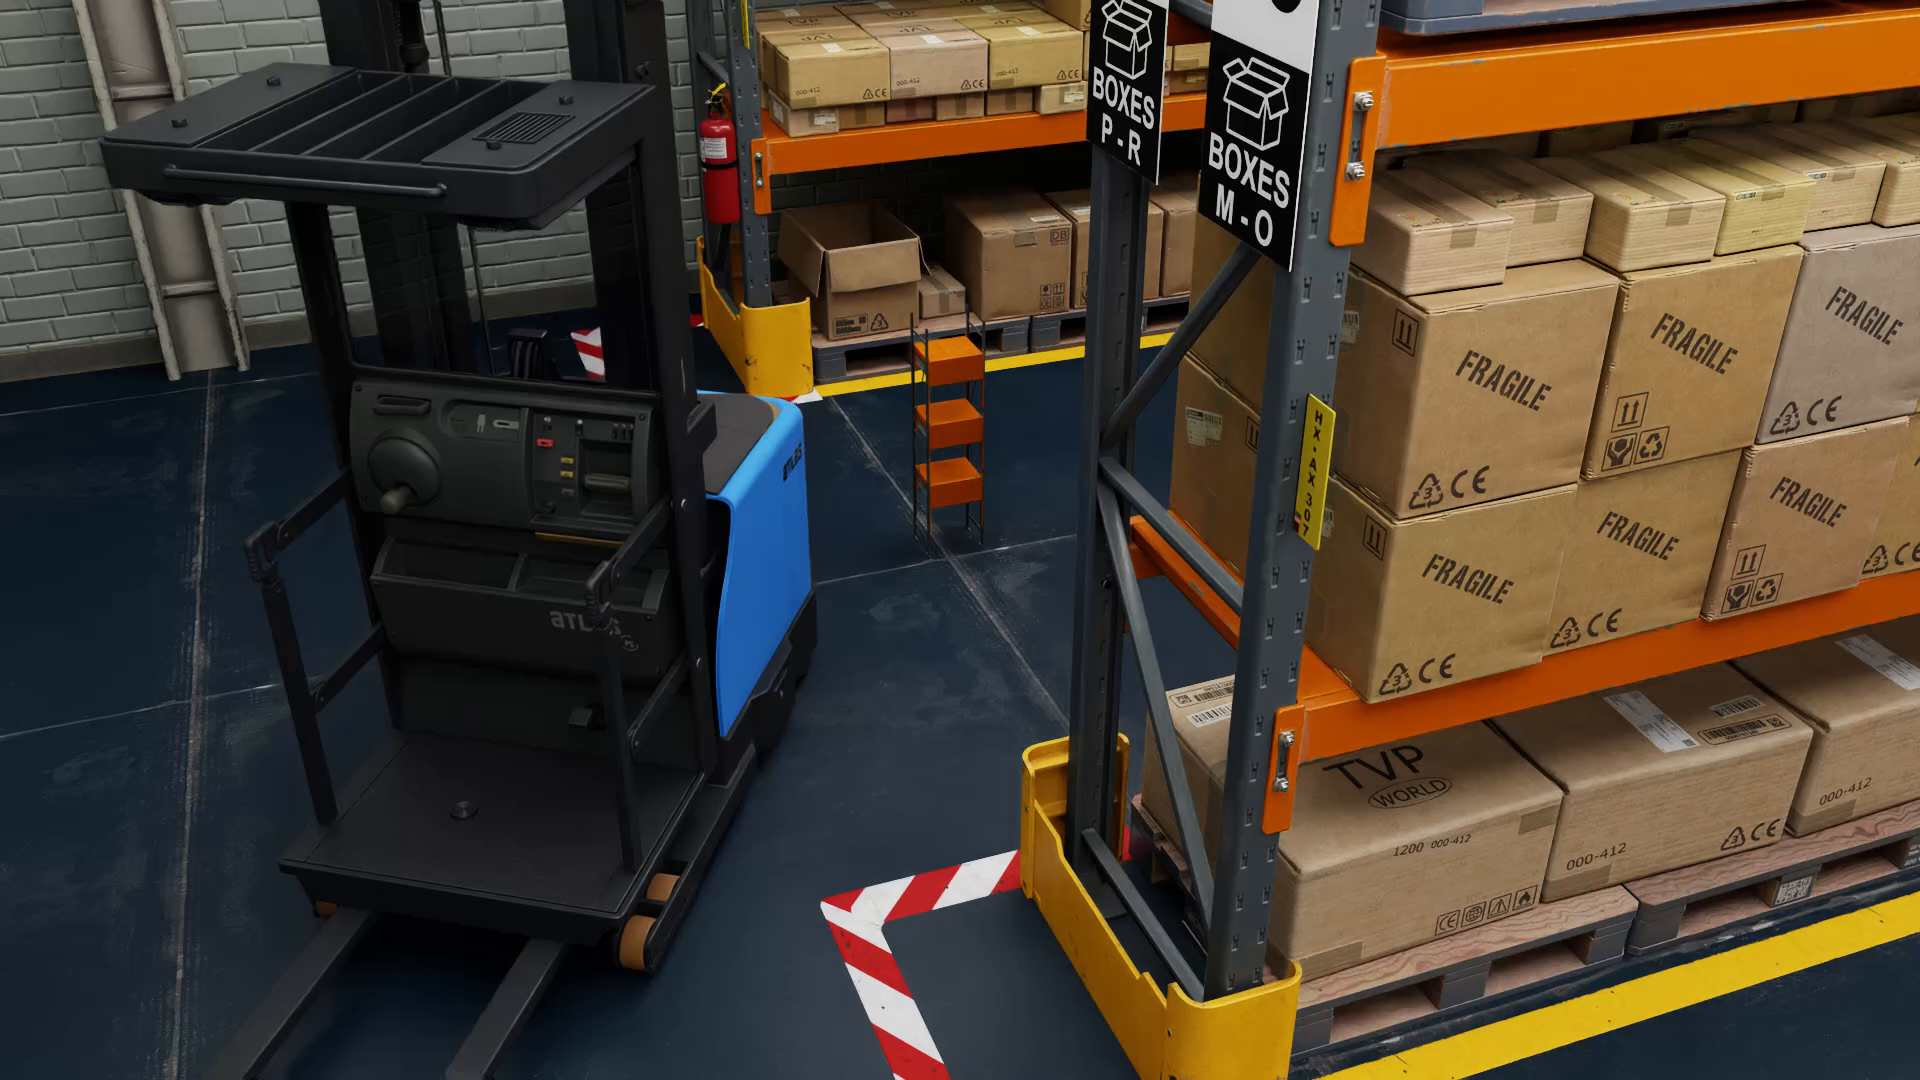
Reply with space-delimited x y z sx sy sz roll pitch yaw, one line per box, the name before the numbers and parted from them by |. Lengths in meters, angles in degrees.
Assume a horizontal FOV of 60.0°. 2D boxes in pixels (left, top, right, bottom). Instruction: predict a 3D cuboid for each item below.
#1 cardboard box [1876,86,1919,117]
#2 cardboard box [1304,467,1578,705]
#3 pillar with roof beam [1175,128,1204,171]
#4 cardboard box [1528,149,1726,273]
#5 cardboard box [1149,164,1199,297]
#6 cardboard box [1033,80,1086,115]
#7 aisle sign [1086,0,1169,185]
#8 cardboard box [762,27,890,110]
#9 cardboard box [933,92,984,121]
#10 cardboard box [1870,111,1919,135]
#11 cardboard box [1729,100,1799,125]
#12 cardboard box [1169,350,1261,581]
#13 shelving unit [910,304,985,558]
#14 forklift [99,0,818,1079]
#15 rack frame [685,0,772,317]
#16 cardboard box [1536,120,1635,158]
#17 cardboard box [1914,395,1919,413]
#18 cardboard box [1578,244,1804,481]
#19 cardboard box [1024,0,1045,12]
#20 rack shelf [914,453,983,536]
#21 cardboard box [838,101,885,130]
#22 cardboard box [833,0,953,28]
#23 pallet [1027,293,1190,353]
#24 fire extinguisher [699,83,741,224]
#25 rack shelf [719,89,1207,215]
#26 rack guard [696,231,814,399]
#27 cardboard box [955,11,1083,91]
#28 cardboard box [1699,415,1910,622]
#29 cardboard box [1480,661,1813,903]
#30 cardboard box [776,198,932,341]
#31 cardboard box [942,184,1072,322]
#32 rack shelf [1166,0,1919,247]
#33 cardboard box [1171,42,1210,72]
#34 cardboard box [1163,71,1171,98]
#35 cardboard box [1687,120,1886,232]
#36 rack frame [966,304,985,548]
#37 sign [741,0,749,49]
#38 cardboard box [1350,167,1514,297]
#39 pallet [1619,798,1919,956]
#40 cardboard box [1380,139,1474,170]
cardboard box | 2.488 -1.251 4.649 0.250 0.149 0.380 -10 31 -17
cardboard box | 1.110 0.018 4.088 0.500 0.500 0.500 -11 31 -18
pillar with roof beam | 3.108 -3.889 4.986 0.400 9.000 9.100 -10 31 -18
cardboard box | 1.493 -0.752 3.773 0.250 0.149 0.380 -9 31 -16
cardboard box | 1.219 -1.758 9.407 0.500 0.500 0.700 -12 32 -19
cardboard box | 0.454 -2.311 8.530 0.250 0.149 0.380 -11 32 -19
aisle sign | 0.384 -1.250 3.788 0.004 0.787 0.394 -10 31 -18
cardboard box | -0.656 -2.309 8.123 0.500 0.250 0.500 -10 31 -17
cardboard box | -0.056 -2.254 8.429 0.250 0.149 0.380 -9 31 -16
cardboard box | 2.457 -0.930 4.086 0.250 0.149 0.380 -11 32 -19
cardboard box | 2.003 -1.149 4.471 0.250 0.149 0.380 -10 31 -16
cardboard box | 0.919 -0.239 4.538 0.500 0.500 0.500 -10 31 -17
shelving unit | -0.050 -0.447 6.974 0.252 1.050 0.215 -10 31 -18
forklift | -1.375 -0.189 4.620 1.130 2.935 3.031 6 30 11
rack frame | -1.175 -2.291 8.242 0.127 3.000 1.000 -10 31 -18
cardboard box | 1.519 -1.067 4.326 0.250 0.149 0.380 -10 31 -16
cardboard box | 2.537 -0.689 4.318 0.500 0.500 0.500 -10 31 -17
cardboard box | 1.591 -0.510 4.004 0.500 0.500 0.500 -11 32 -19
cardboard box | 0.603 -2.820 9.020 0.500 0.250 0.500 -10 31 -18
rack shelf | -0.050 -0.196 7.117 0.240 0.259 0.215 -10 31 -18
cardboard box | -0.549 -2.177 8.295 0.250 0.149 0.380 -10 31 -16
cardboard box | -0.352 -2.646 8.716 0.500 0.250 0.500 -10 31 -17
pallet | 0.785 -1.440 9.564 1.213 0.211 1.003 -10 31 -18
fire extinguisher | -1.151 -1.856 7.932 0.183 0.674 0.296 -10 31 -18
rack shelf | 0.700 -2.324 9.026 4.000 0.370 1.077 -10 31 -18
rack guard | -1.104 -1.218 8.884 0.348 0.500 1.175 -10 31 -18
cardboard box | 0.291 -2.485 8.432 0.500 0.250 0.500 -11 31 -19
cardboard box | 2.057 -0.162 4.403 0.500 0.500 0.500 -11 31 -18
cardboard box | 1.998 0.620 5.297 0.875 0.438 0.875 -10 31 -16
cardboard box | -0.568 -1.451 8.864 0.637 0.503 0.797 -12 32 -20
cardboard box | 0.246 -1.579 9.092 0.500 0.500 0.700 -9 31 -16
rack shelf | 2.434 -1.325 4.242 4.000 0.370 1.077 -10 31 -18
cardboard box | 1.246 -2.672 8.760 0.500 0.250 0.500 -11 31 -18
cardboard box | 0.911 -2.442 8.761 0.250 0.149 0.380 -11 31 -18
cardboard box | 1.961 -0.875 3.990 0.250 0.149 0.380 -10 31 -17
rack frame | 0.064 -0.468 7.011 0.008 1.050 0.200 -10 31 -18
sign | -0.985 -2.416 7.586 0.005 0.325 0.100 -10 31 -18
cardboard box | 0.989 -0.682 3.650 0.250 0.149 0.380 -10 31 -17
pallet | 2.423 0.839 5.563 1.213 0.211 1.003 -10 31 -18
cardboard box | 1.056 -0.959 4.136 0.250 0.149 0.380 -10 31 -17
